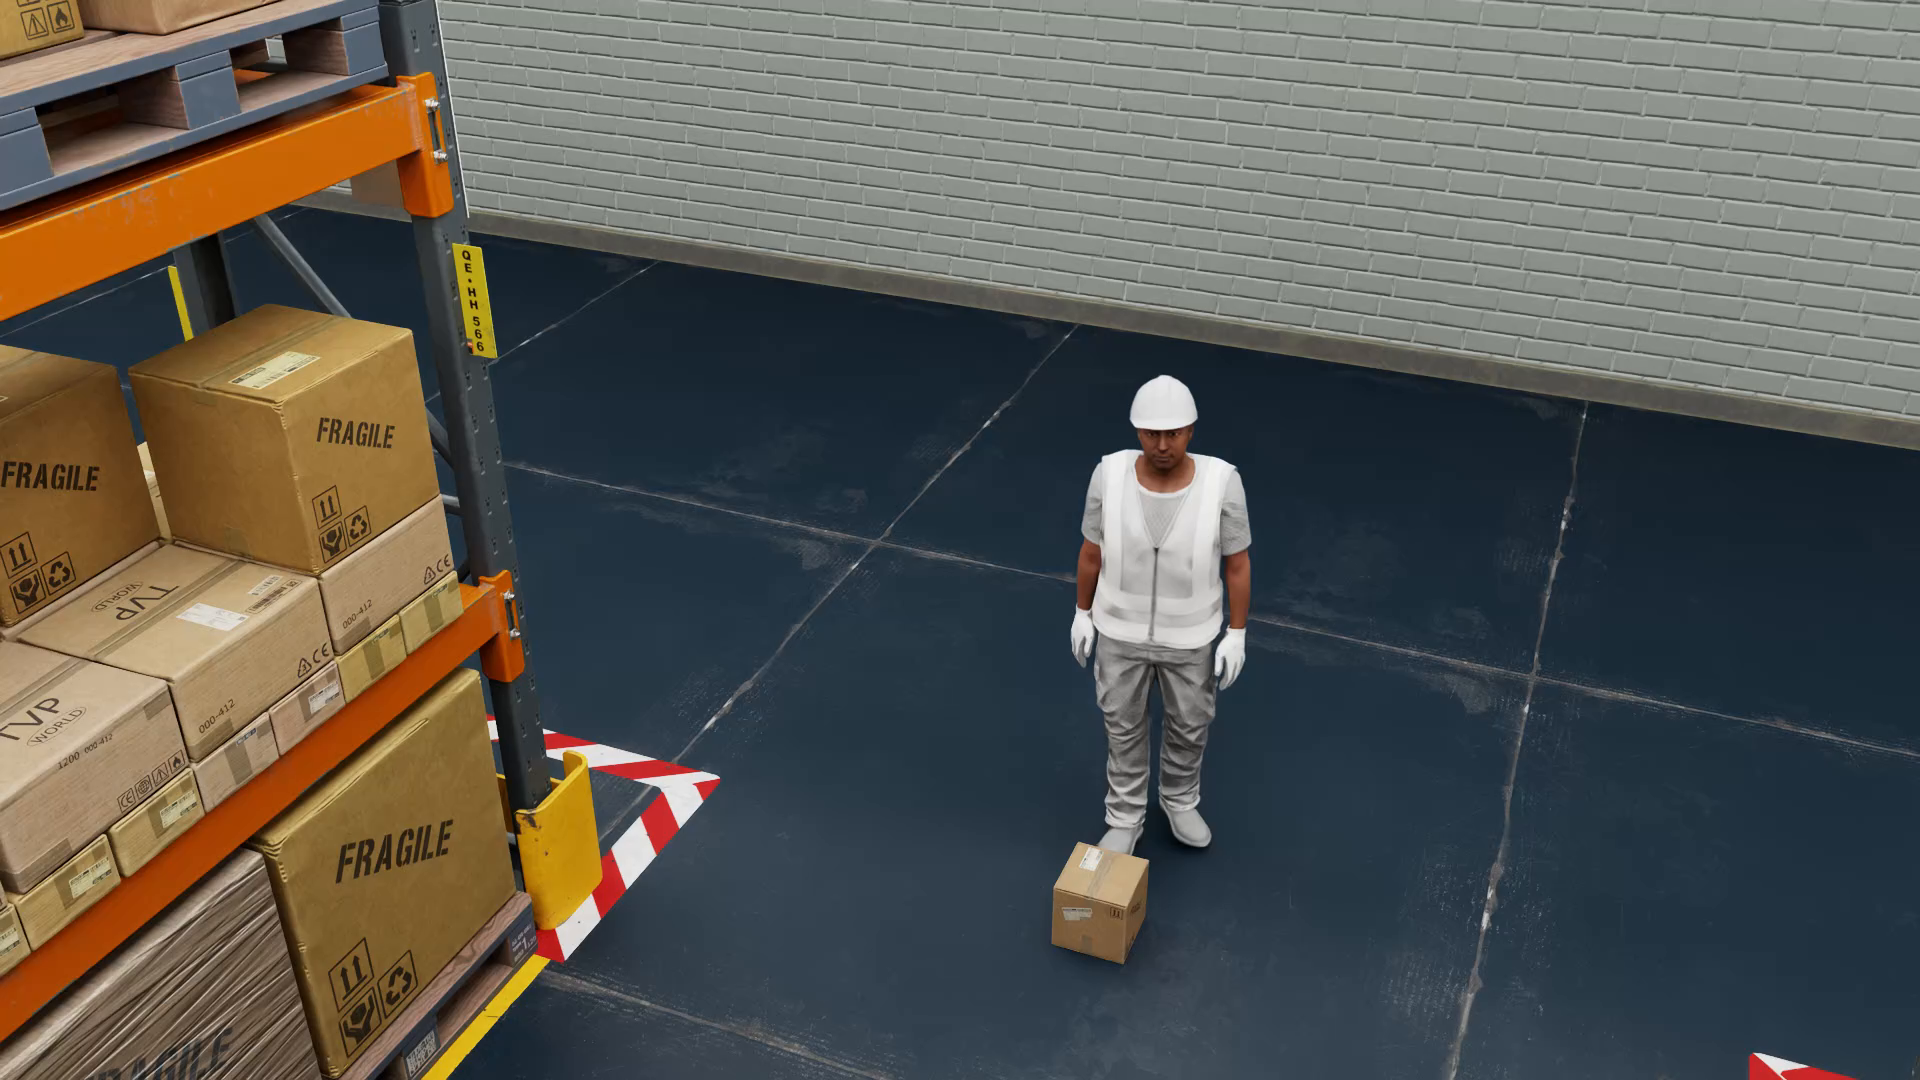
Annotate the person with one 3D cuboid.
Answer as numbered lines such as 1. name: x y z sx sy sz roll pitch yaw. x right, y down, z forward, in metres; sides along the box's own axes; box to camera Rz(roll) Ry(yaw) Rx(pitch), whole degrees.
1. person: 0.660 0.298 5.554 0.596 1.790 0.462 6 30 10
